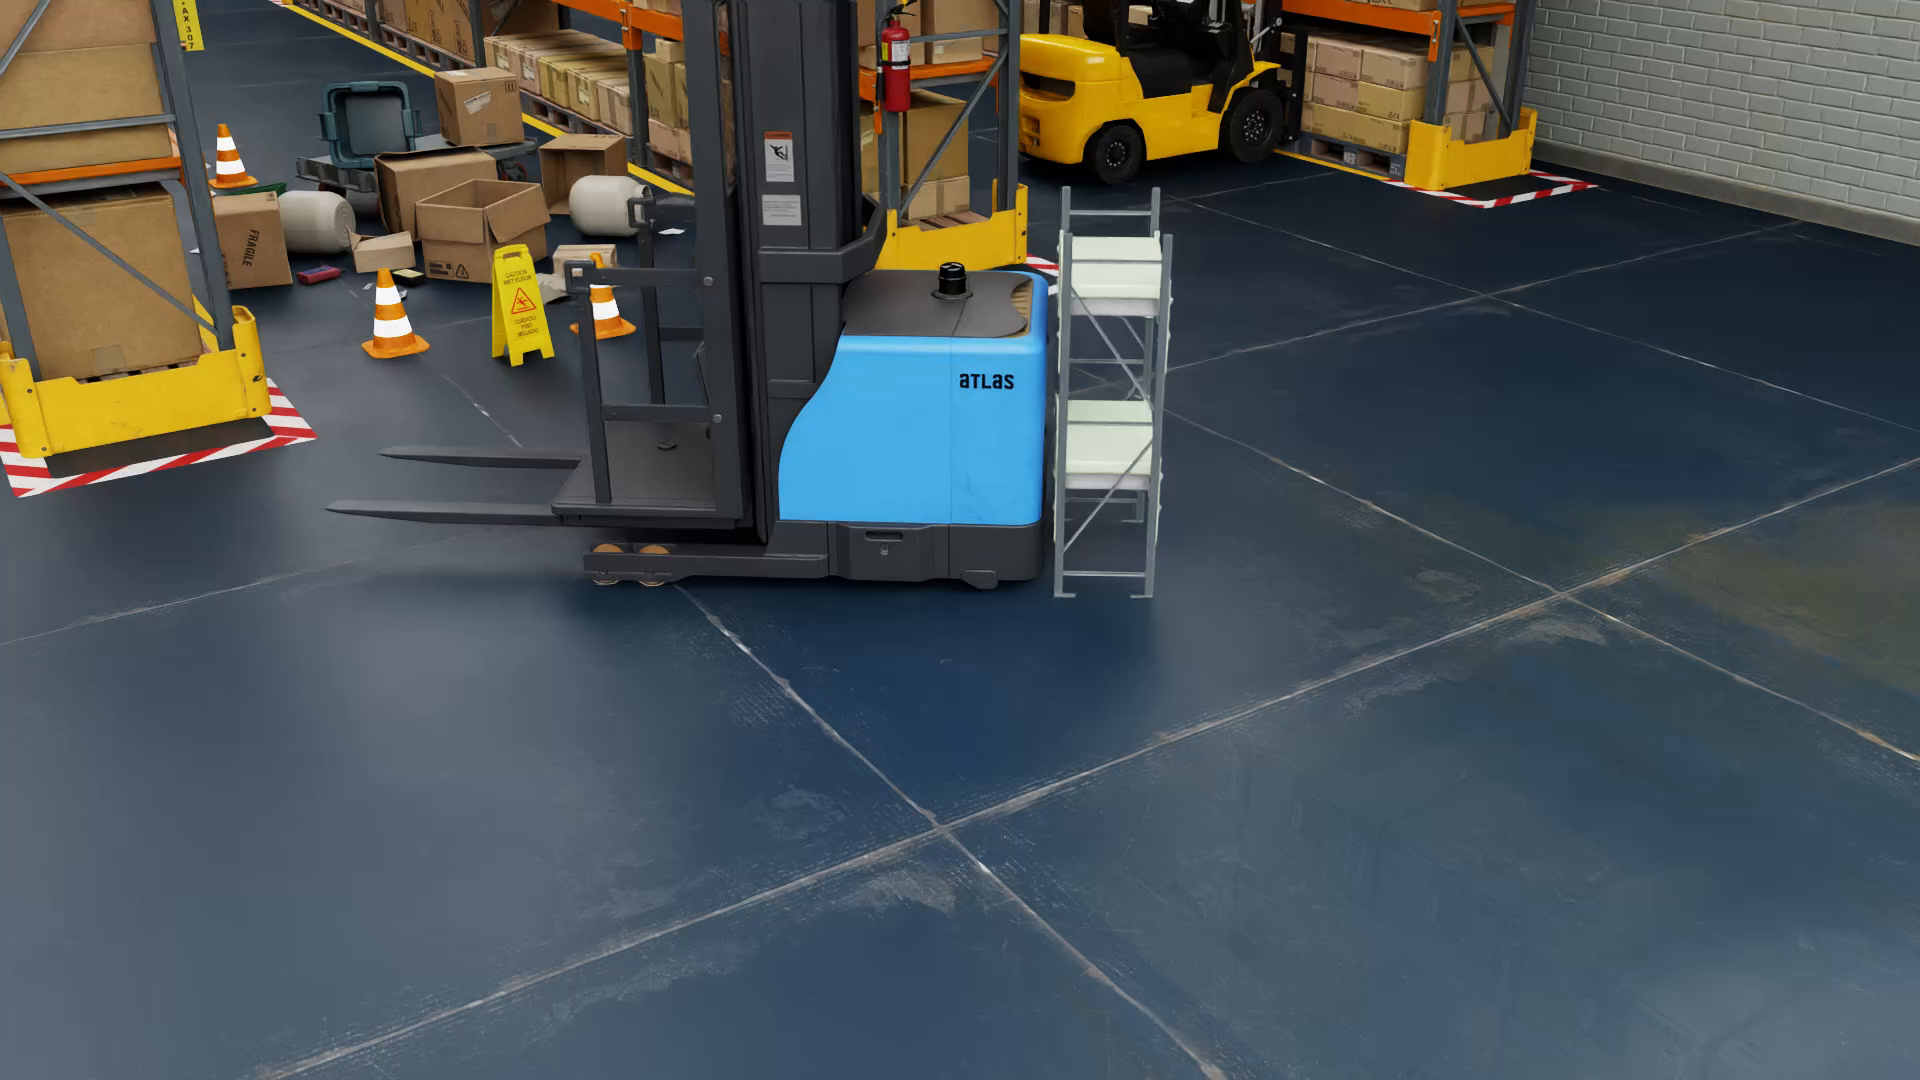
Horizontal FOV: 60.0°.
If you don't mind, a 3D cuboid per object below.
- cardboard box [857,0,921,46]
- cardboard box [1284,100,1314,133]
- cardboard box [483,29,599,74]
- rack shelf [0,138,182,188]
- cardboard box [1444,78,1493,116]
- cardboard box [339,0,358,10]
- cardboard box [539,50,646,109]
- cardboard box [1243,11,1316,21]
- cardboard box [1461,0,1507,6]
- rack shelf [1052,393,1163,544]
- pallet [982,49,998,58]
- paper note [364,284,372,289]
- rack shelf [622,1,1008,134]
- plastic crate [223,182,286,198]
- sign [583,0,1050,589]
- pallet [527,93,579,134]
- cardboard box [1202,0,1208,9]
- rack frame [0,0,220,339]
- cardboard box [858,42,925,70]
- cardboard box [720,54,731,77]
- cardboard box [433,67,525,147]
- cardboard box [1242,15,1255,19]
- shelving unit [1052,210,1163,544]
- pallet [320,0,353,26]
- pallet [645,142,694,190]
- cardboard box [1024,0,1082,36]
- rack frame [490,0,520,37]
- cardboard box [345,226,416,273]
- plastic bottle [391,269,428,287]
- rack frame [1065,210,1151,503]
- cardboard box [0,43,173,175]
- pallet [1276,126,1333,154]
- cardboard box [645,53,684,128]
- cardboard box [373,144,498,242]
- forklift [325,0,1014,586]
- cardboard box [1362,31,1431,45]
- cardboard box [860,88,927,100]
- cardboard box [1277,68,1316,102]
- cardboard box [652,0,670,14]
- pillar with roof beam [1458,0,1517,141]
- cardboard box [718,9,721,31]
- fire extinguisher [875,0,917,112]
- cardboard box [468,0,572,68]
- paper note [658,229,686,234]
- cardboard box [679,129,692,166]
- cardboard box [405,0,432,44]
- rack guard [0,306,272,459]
[{"bbox_3d":[-0.593,-3.447,10.572,0.500,0.500,0.500,-16,30,-30],"label":"cardboard box"},{"bbox_3d":[3.040,-3.697,14.297,0.500,0.250,0.500,-15,29,-29],"label":"cardboard box"},{"bbox_3d":[-4.133,-4.796,16.482,0.950,0.372,0.625,-18,31,-33],"label":"cardboard box"},{"bbox_3d":[-5.250,-2.458,9.474,0.919,0.052,3.809,-16,29,-30],"label":"rack shelf"},{"bbox_3d":[4.008,-3.684,13.684,0.500,0.250,0.500,-15,29,-29],"label":"cardboard box"},{"bbox_3d":[-7.359,-7.030,21.138,0.875,0.438,0.875,-17,30,-31],"label":"cardboard box"},{"bbox_3d":[-3.314,-4.261,15.349,0.950,0.372,0.625,-14,29,-28],"label":"cardboard box"},{"bbox_3d":[2.892,-4.632,15.106,0.500,0.250,0.500,-15,29,-29],"label":"cardboard box"},{"bbox_3d":[4.053,-4.582,13.326,0.500,0.500,0.500,-14,29,-28],"label":"cardboard box"},{"bbox_3d":[0.600,-0.309,6.911,0.431,0.370,0.720,1,25,2],"label":"rack shelf"},{"bbox_3d":[0.802,-5.156,17.925,1.003,0.211,1.213,-16,29,-30],"label":"pallet"},{"bbox_3d":[-3.806,-1.632,10.695,0.032,0.001,0.123,-1,25,-3],"label":"paper note"},{"bbox_3d":[-1.158,-3.527,12.051,1.077,0.370,4.000,-16,29,-30],"label":"rack shelf"},{"bbox_3d":[-5.149,-2.376,11.995,0.450,0.188,0.662,-10,25,2],"label":"plastic crate"},{"bbox_3d":[-0.567,-1.293,6.679,2.177,2.768,2.025,-16,29,-30],"label":"sign"},{"bbox_3d":[-2.265,-3.330,14.057,1.045,0.211,5.110,-16,29,-30],"label":"pallet"},{"bbox_3d":[2.338,-4.994,15.872,0.500,0.250,0.500,-15,29,-29],"label":"cardboard box"},{"bbox_3d":[-4.161,-1.947,7.860,0.949,2.616,0.053,-16,29,-30],"label":"rack frame"},{"bbox_3d":[-0.449,-3.108,10.613,0.380,0.149,0.250,-14,29,-28],"label":"cardboard box"},{"bbox_3d":[-1.704,-3.535,12.316,0.380,0.149,0.250,-14,29,-27],"label":"cardboard box"},{"bbox_3d":[-3.725,-3.354,12.883,0.500,0.500,0.500,-16,29,-30],"label":"cardboard box"},{"bbox_3d":[2.460,-4.518,14.865,0.500,0.250,0.500,-14,29,-28],"label":"cardboard box"},{"bbox_3d":[0.600,-0.606,6.777,0.431,1.308,0.731,1,25,2],"label":"shelving unit"},{"bbox_3d":[-7.636,-6.895,21.609,1.003,0.211,1.213,-16,29,-30],"label":"pallet"},{"bbox_3d":[-1.853,-3.075,13.516,1.003,0.211,1.213,-16,29,-30],"label":"pallet"},{"bbox_3d":[1.196,-5.305,17.265,0.875,0.625,0.625,-16,30,-30],"label":"cardboard box"},{"bbox_3d":[-4.430,-5.999,16.445,0.949,2.616,0.053,-16,29,-30],"label":"rack frame"},{"bbox_3d":[-3.860,-1.956,11.083,0.396,0.266,0.258,-10,27,-21],"label":"cardboard box"},{"bbox_3d":[-3.600,-1.709,10.798,0.283,0.061,0.133,18,31,33],"label":"plastic bottle"},{"bbox_3d":[0.618,-0.760,7.102,0.380,1.308,0.010,1,25,2],"label":"rack frame"},{"bbox_3d":[-4.399,-2.138,8.088,0.875,0.550,0.550,-16,29,-30],"label":"cardboard box"},{"bbox_3d":[2.976,-3.734,14.913,1.003,0.211,1.213,-16,29,-30],"label":"pallet"},{"bbox_3d":[-2.154,-3.580,13.170,0.500,0.500,0.500,-14,29,-27],"label":"cardboard box"},{"bbox_3d":[-3.664,-2.441,11.671,0.797,0.637,0.503,-16,29,-30],"label":"cardboard box"},{"bbox_3d":[-1.145,-1.358,6.693,3.031,2.935,1.121,2,25,3],"label":"forklift"},{"bbox_3d":[3.711,-4.088,13.953,0.500,0.250,0.500,-15,29,-29],"label":"cardboard box"},{"bbox_3d":[-0.577,-2.970,11.879,0.500,0.500,0.500,-17,30,-31],"label":"cardboard box"},{"bbox_3d":[0.982,-5.520,17.399,0.979,0.399,8.696,-15,29,-29],"label":"cardboard box"},{"bbox_3d":[-2.165,-4.189,12.903,0.380,0.149,0.250,-15,29,-28],"label":"cardboard box"},{"bbox_3d":[0.859,-6.464,10.402,9.100,9.000,0.400,-16,29,-30],"label":"pillar with roof beam"},{"bbox_3d":[-1.656,-3.807,12.095,0.380,0.149,0.250,-15,29,-29],"label":"cardboard box"},{"bbox_3d":[-0.390,-2.954,10.084,0.296,0.674,0.183,-16,29,-30],"label":"fire extinguisher"},{"bbox_3d":[-12.976,-2.049,7.713,26.055,3.310,5.793,-17,30,-32],"label":"cardboard box"},{"bbox_3d":[-2.060,-2.214,11.903,0.148,0.019,0.142,18,31,33],"label":"paper note"},{"bbox_3d":[-1.853,-3.052,12.931,0.500,0.250,0.500,-14,29,-27],"label":"cardboard box"},{"bbox_3d":[-5.712,-6.134,18.727,0.875,0.875,0.875,-15,29,-28],"label":"cardboard box"},{"bbox_3d":[-4.145,-0.809,8.377,1.175,0.500,0.348,-16,29,-30],"label":"rack guard"}]
